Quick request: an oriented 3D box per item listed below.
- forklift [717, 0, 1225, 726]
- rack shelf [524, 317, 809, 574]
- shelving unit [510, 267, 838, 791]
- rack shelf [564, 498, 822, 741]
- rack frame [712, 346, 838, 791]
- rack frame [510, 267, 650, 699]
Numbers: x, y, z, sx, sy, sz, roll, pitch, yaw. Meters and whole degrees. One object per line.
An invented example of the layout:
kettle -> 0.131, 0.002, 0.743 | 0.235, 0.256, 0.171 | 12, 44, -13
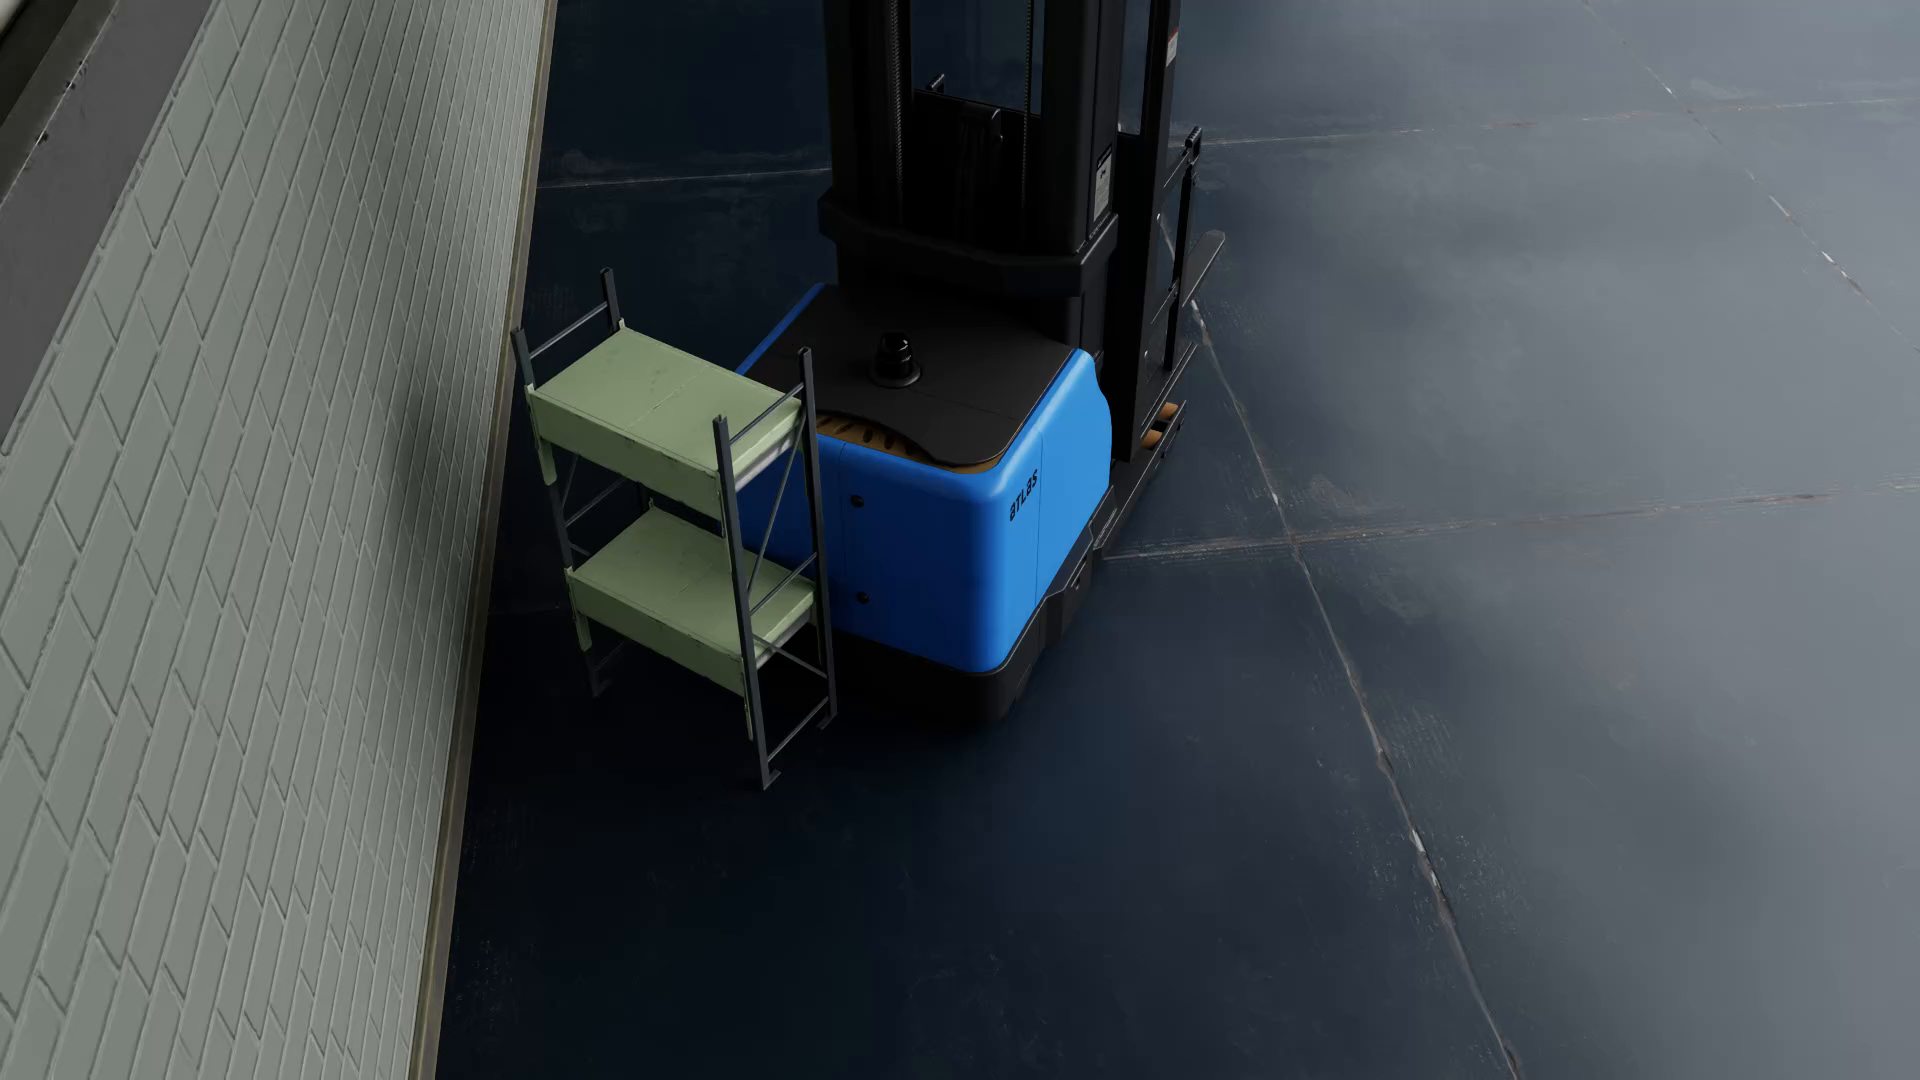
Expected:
forklift -> 0.256, -1.468, 5.689 | 1.130, 2.935, 3.031 | 17, 45, 18
rack shelf -> -0.837, -0.288, 4.867 | 0.720, 0.370, 0.431 | 24, 47, 24
shelving unit -> -0.837, 0.001, 5.129 | 0.755, 1.500, 0.431 | 24, 47, 24
rack shelf -> -0.837, 0.244, 5.347 | 0.720, 0.370, 0.431 | 24, 47, 24
rack frame -> -0.531, 0.136, 4.979 | 0.023, 1.500, 0.400 | 24, 47, 24
rack frame -> -1.143, -0.133, 5.278 | 0.023, 1.500, 0.400 | 24, 47, 24
